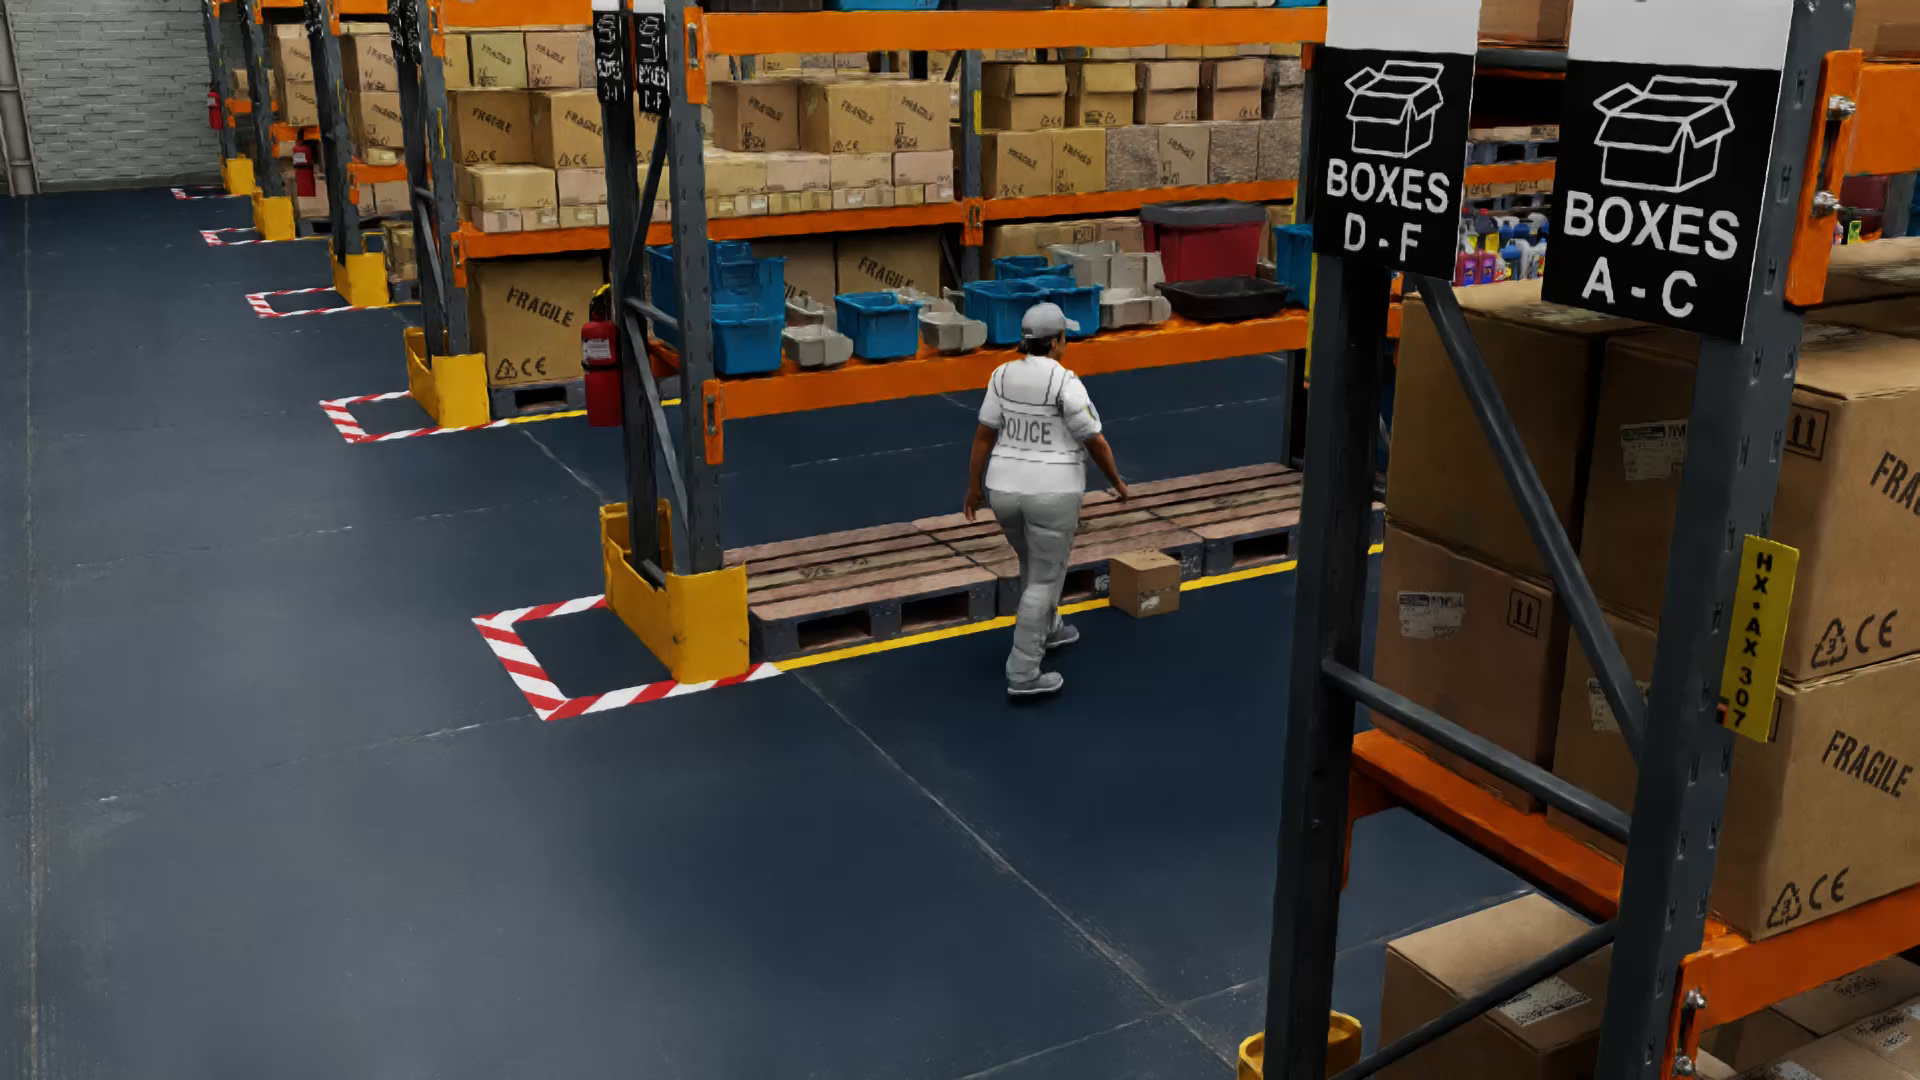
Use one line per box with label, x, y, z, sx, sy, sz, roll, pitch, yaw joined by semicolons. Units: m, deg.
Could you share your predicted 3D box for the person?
person;0.365;-0.211;7.173;0.604;1.644;0.826;14;23;35
